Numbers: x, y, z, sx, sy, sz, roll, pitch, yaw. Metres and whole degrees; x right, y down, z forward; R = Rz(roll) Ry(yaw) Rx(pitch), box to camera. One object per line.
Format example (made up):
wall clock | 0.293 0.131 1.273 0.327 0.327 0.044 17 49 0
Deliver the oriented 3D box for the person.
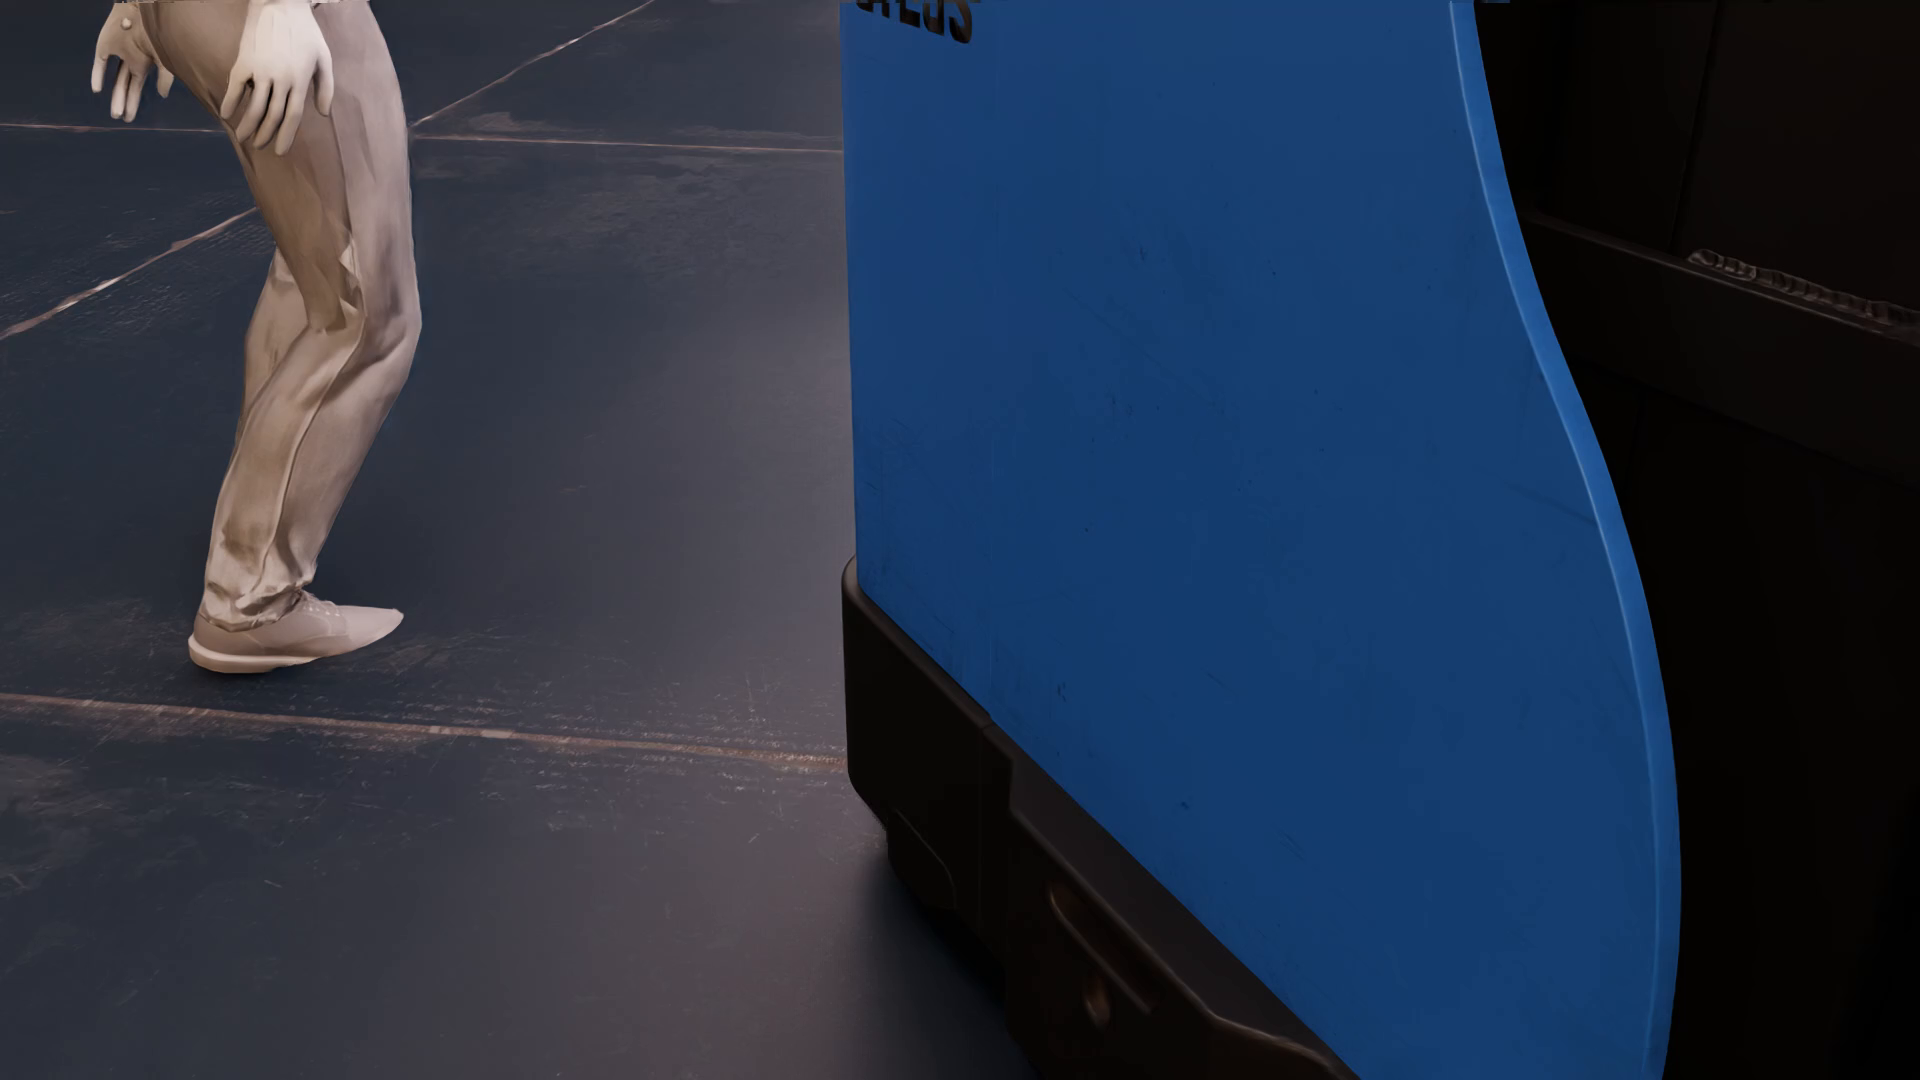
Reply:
person | -0.887 -0.630 2.011 0.431 1.647 0.812 -16 31 -29

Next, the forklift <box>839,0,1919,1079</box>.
forklift | 1.021 -0.533 0.285 1.130 2.935 3.031 -14 30 -25
